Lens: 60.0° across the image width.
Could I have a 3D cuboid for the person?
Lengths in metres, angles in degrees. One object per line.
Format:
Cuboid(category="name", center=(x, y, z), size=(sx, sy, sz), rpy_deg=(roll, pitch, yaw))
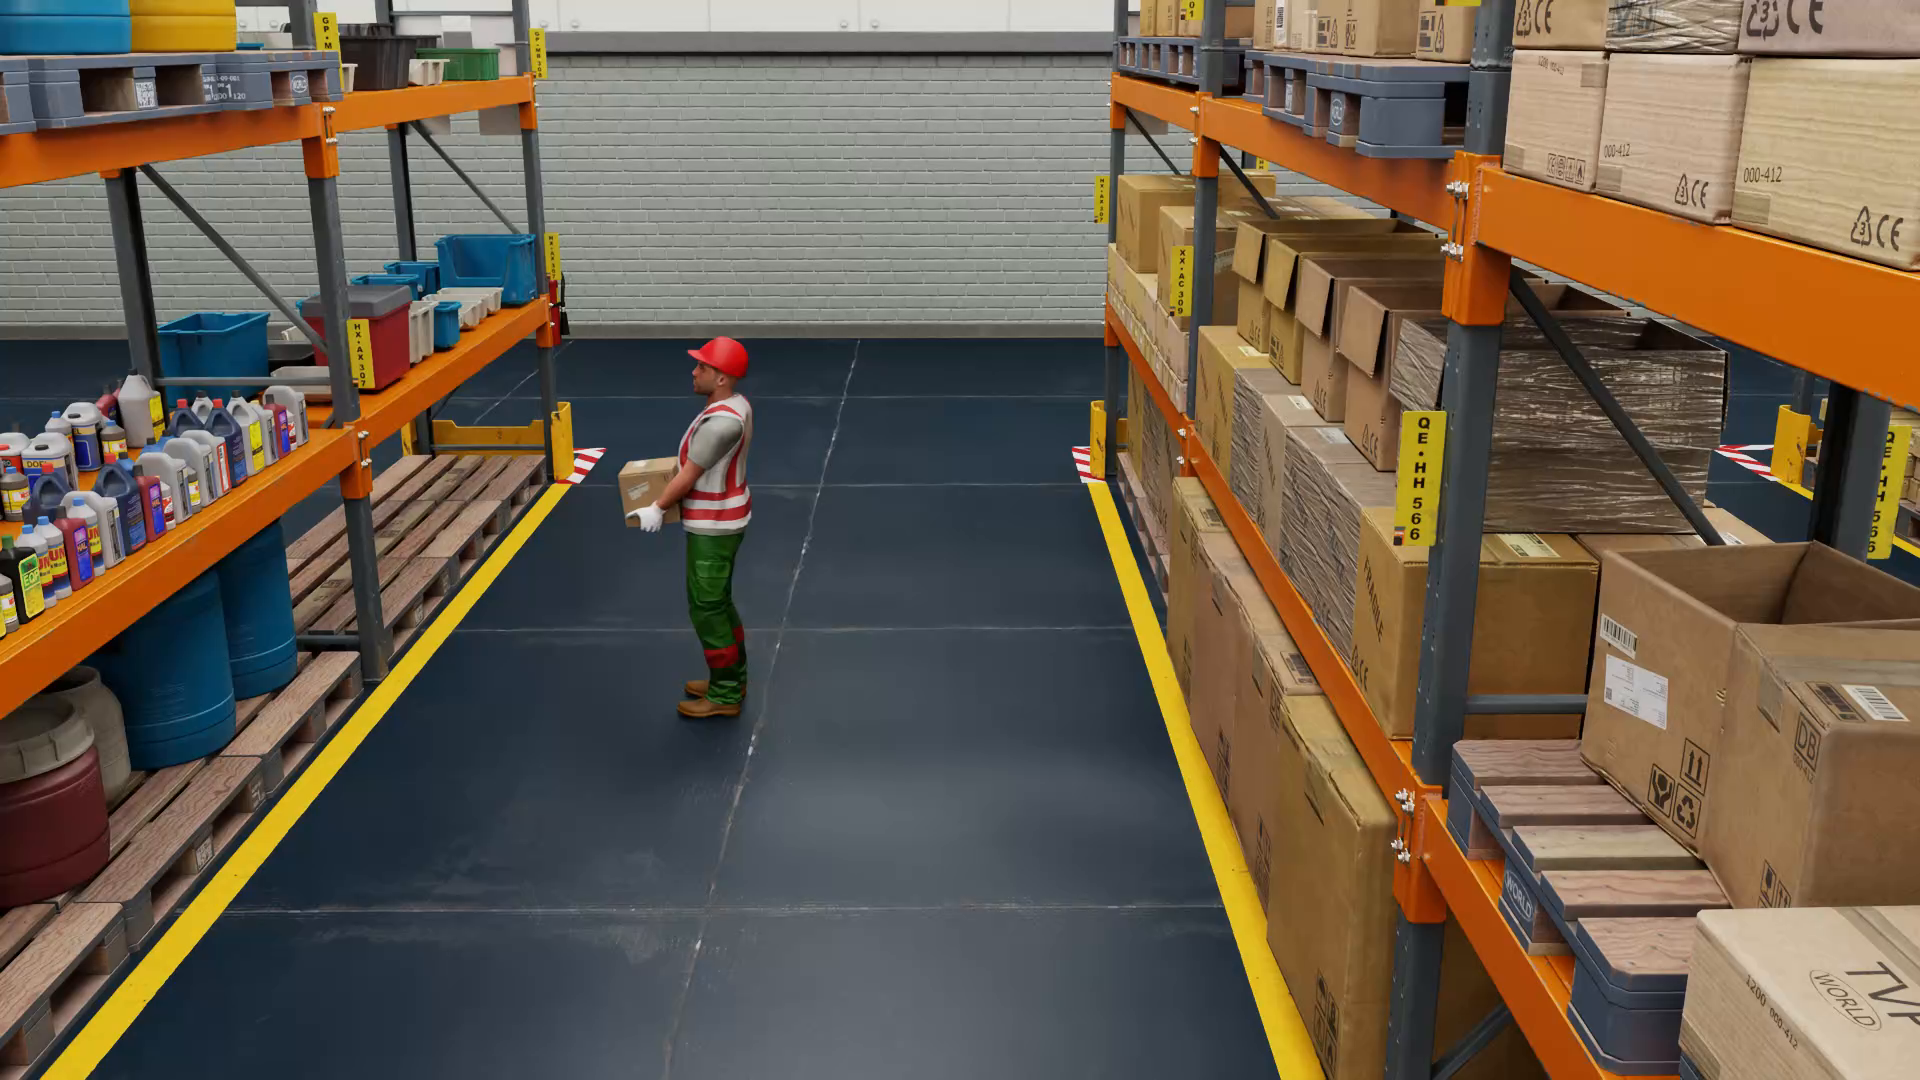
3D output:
Cuboid(category="person", center=(-1.236, -0.058, 7.703), size=(0.573, 1.782, 0.494), rpy_deg=(0, 17, -1))
